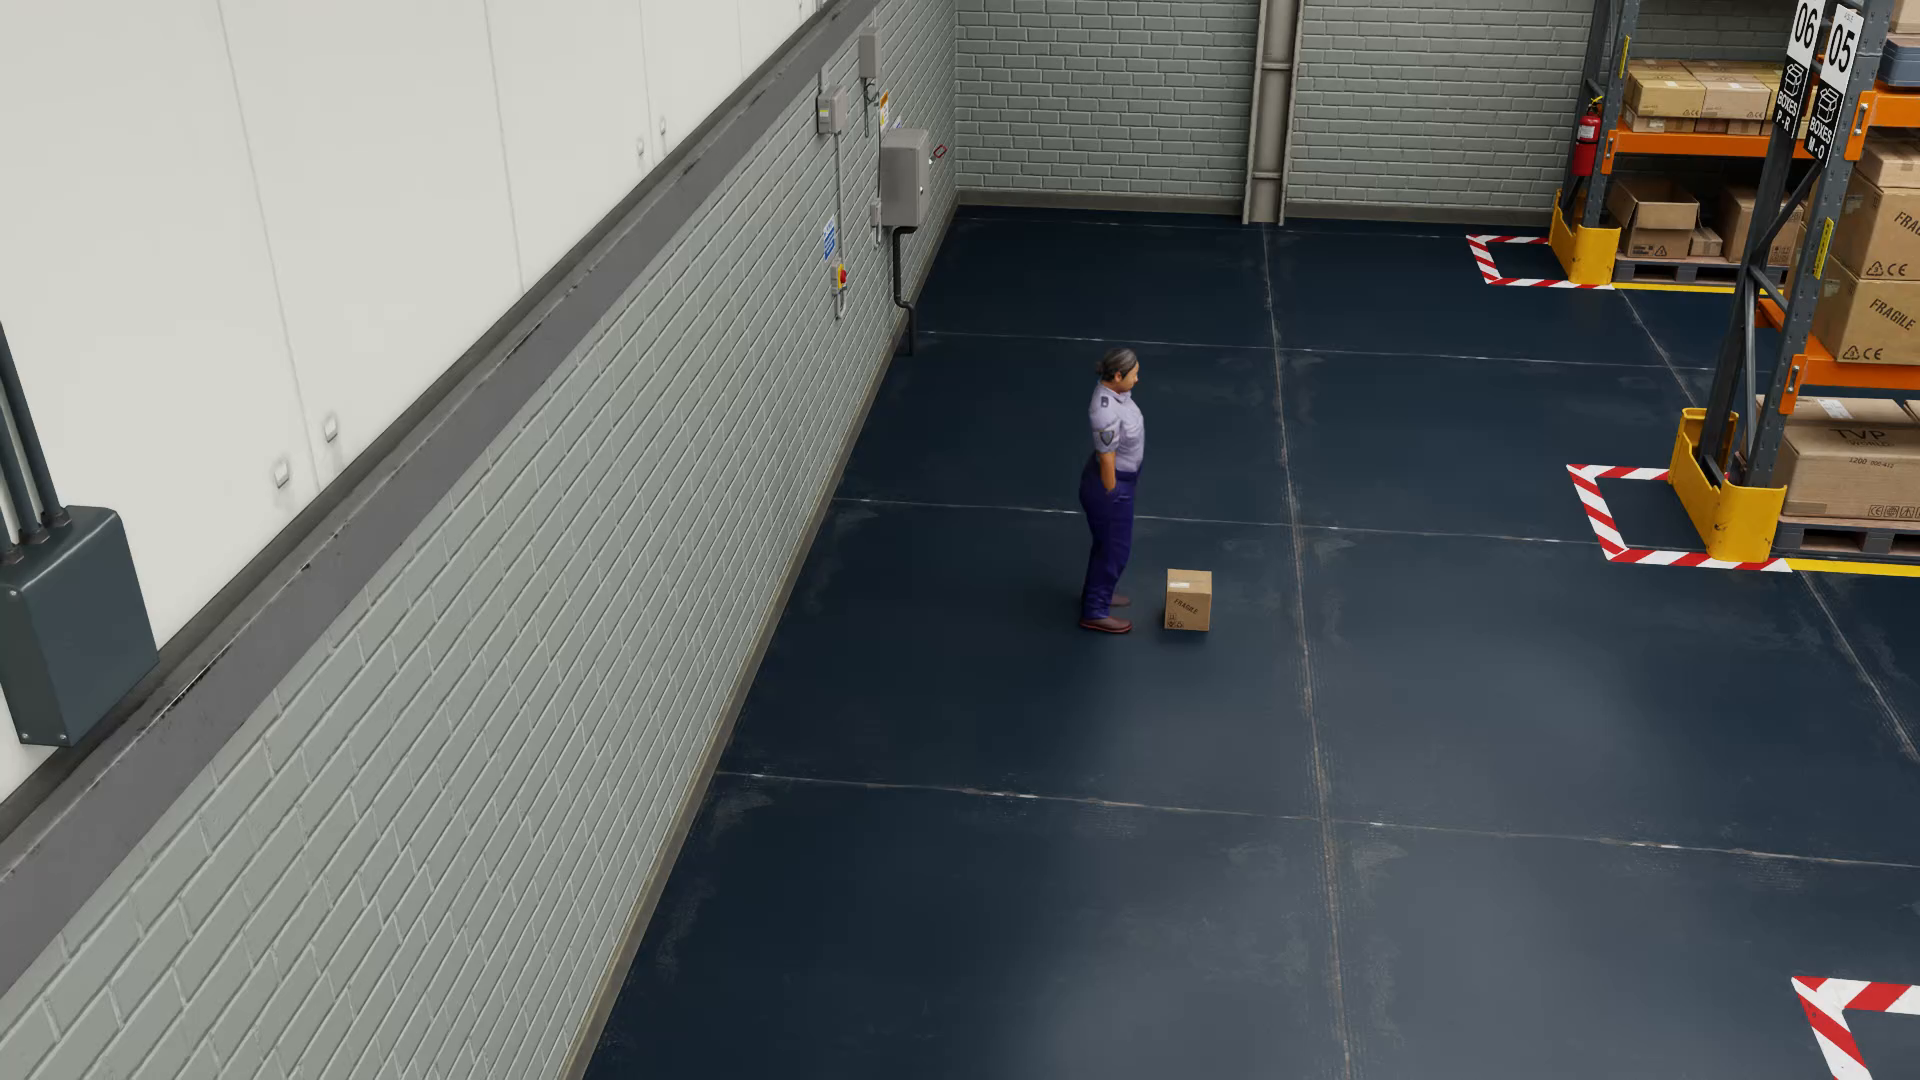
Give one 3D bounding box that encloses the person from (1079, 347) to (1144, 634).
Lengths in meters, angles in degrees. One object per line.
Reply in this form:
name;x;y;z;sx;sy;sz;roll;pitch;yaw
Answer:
person;0.836;-0.294;9.201;0.340;1.648;0.473;4;29;7
